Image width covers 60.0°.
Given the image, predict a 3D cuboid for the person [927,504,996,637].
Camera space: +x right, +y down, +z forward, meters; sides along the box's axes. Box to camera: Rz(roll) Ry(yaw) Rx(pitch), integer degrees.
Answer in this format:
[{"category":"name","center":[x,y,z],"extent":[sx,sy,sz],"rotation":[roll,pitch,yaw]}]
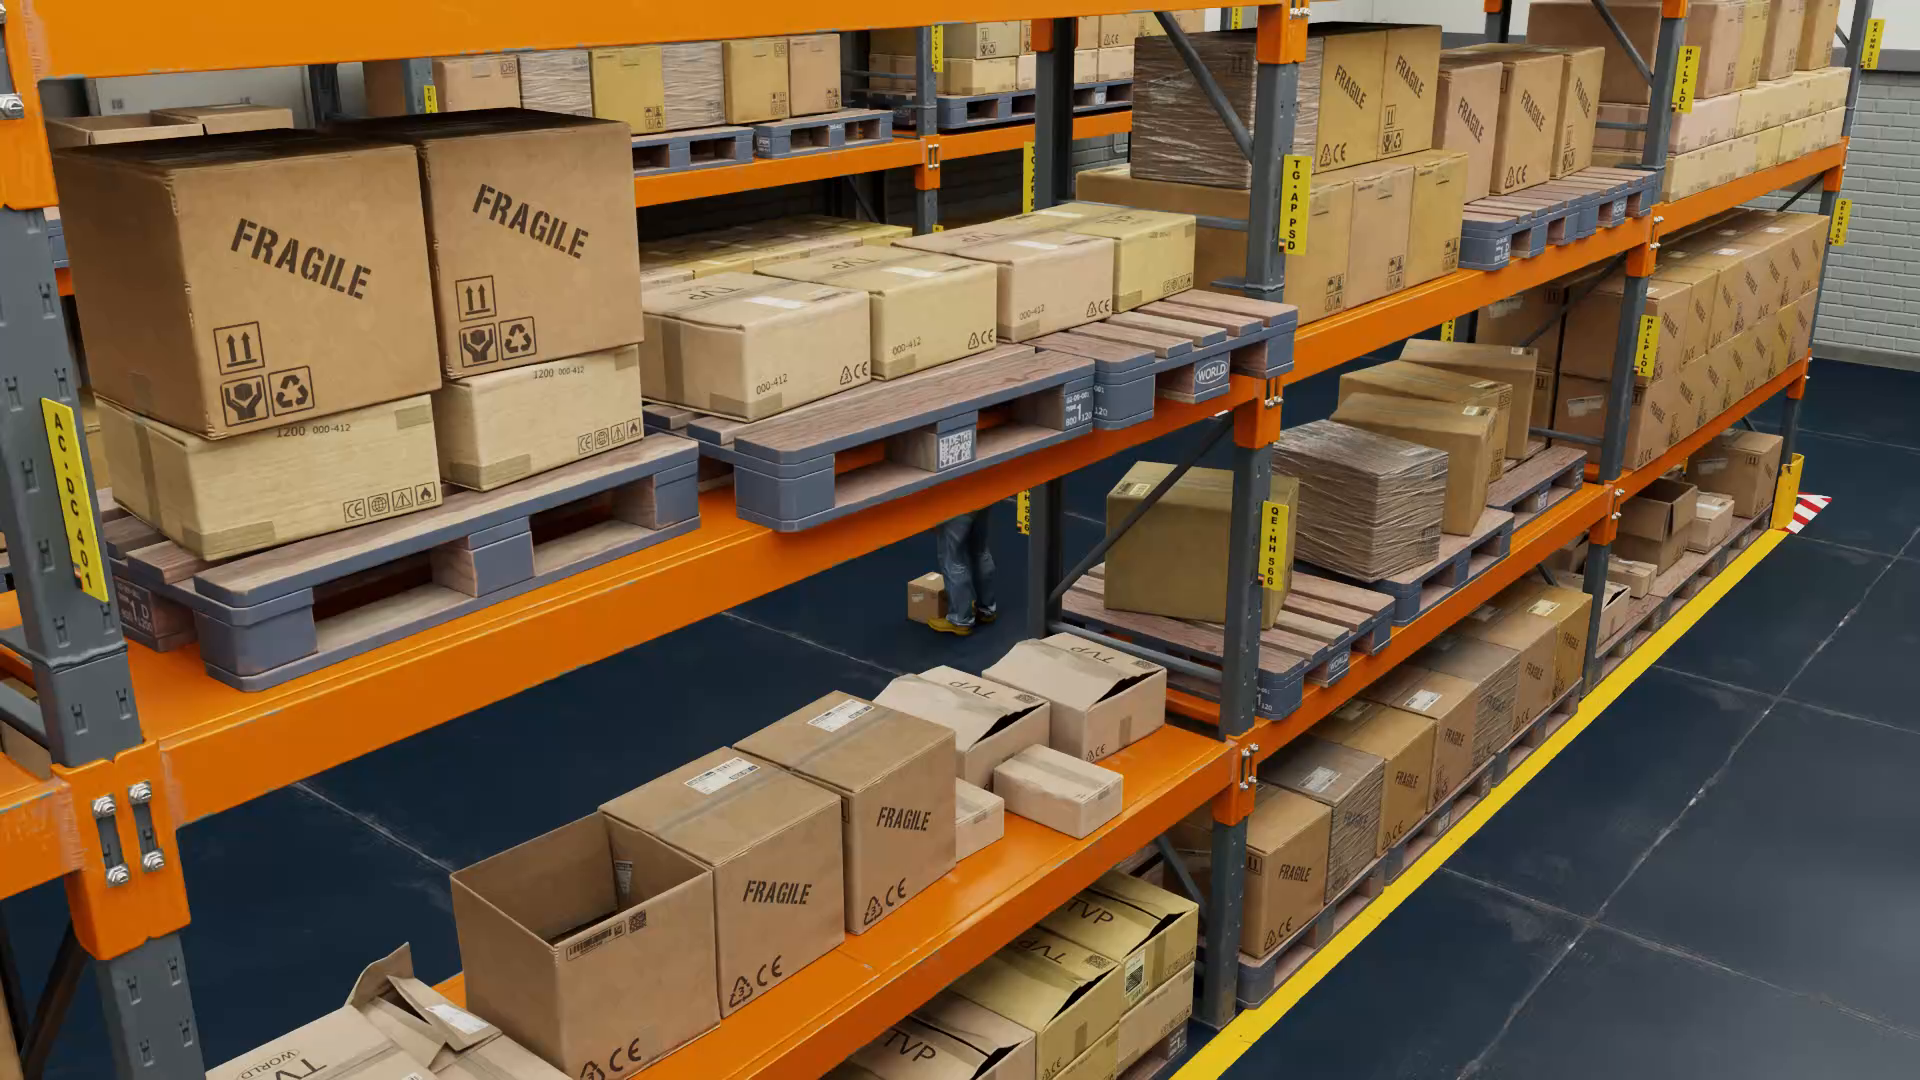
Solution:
[{"category":"person","center":[0.012,-0.276,10.306],"extent":[0.459,1.760,0.634],"rotation":[14,24,33]}]
